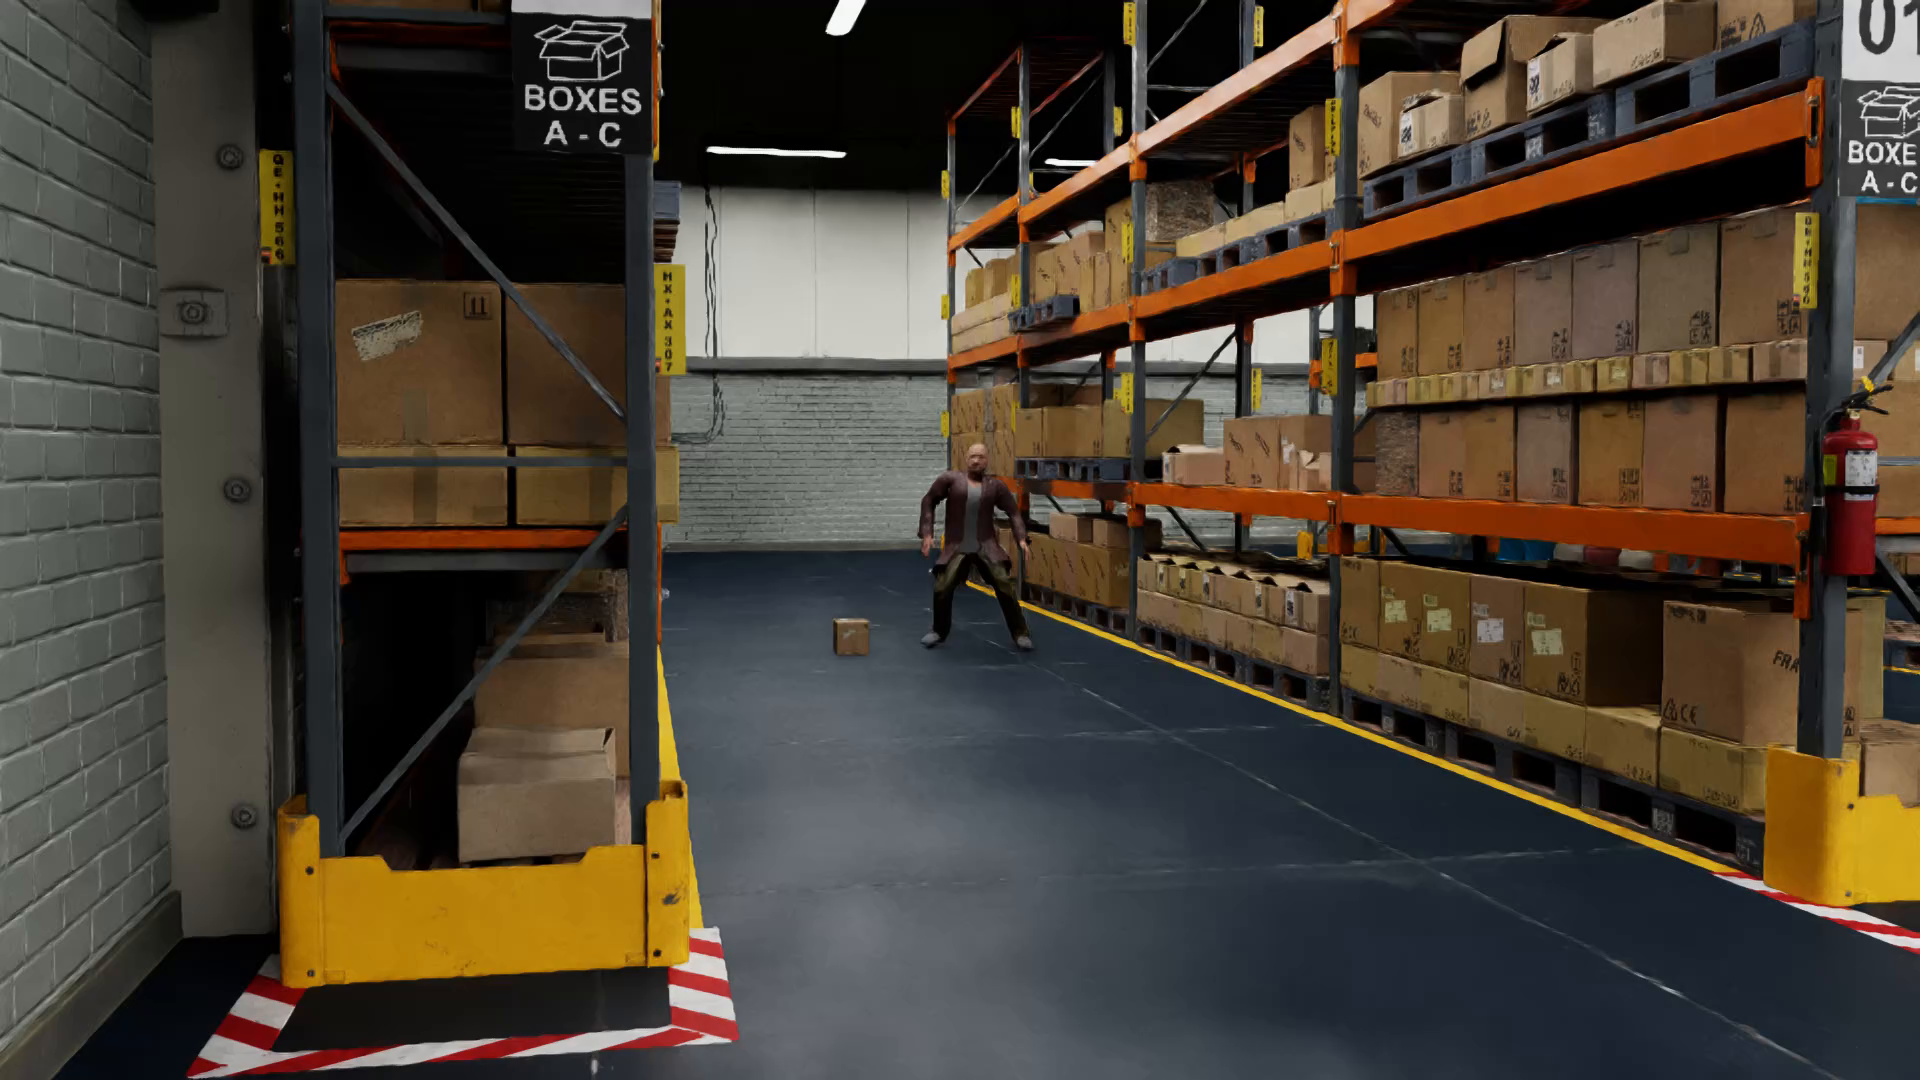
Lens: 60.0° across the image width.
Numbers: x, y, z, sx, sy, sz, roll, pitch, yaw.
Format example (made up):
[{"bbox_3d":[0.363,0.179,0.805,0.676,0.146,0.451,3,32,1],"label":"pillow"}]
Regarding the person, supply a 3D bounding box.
[{"bbox_3d":[0.121,0.045,13.176,0.917,1.630,0.568,0,3,2],"label":"person"}]
